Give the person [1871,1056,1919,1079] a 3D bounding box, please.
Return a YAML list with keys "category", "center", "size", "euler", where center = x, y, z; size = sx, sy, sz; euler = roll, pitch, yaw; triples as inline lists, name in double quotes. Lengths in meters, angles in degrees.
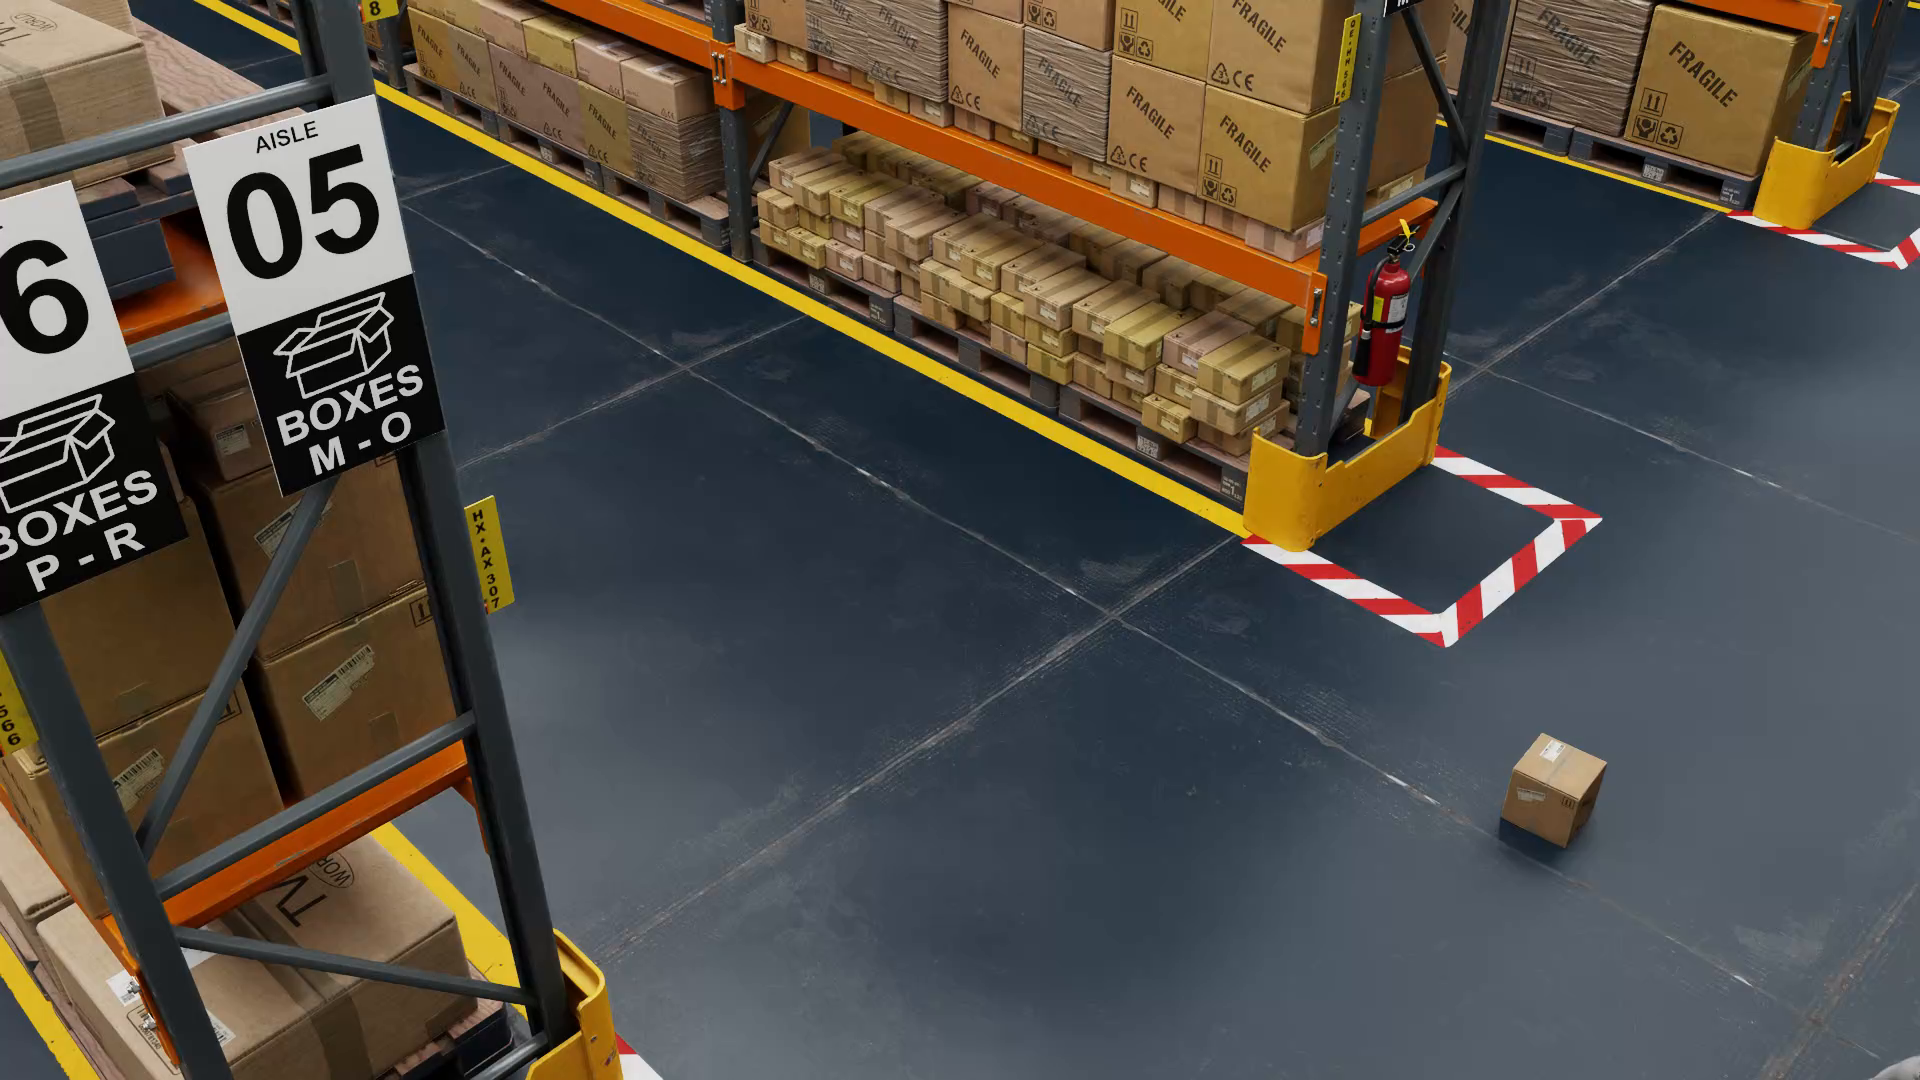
- category: "person"
  center: [2.976, 1.291, 4.305]
  size: [0.480, 1.654, 0.929]
  euler: [-21, 41, -27]
